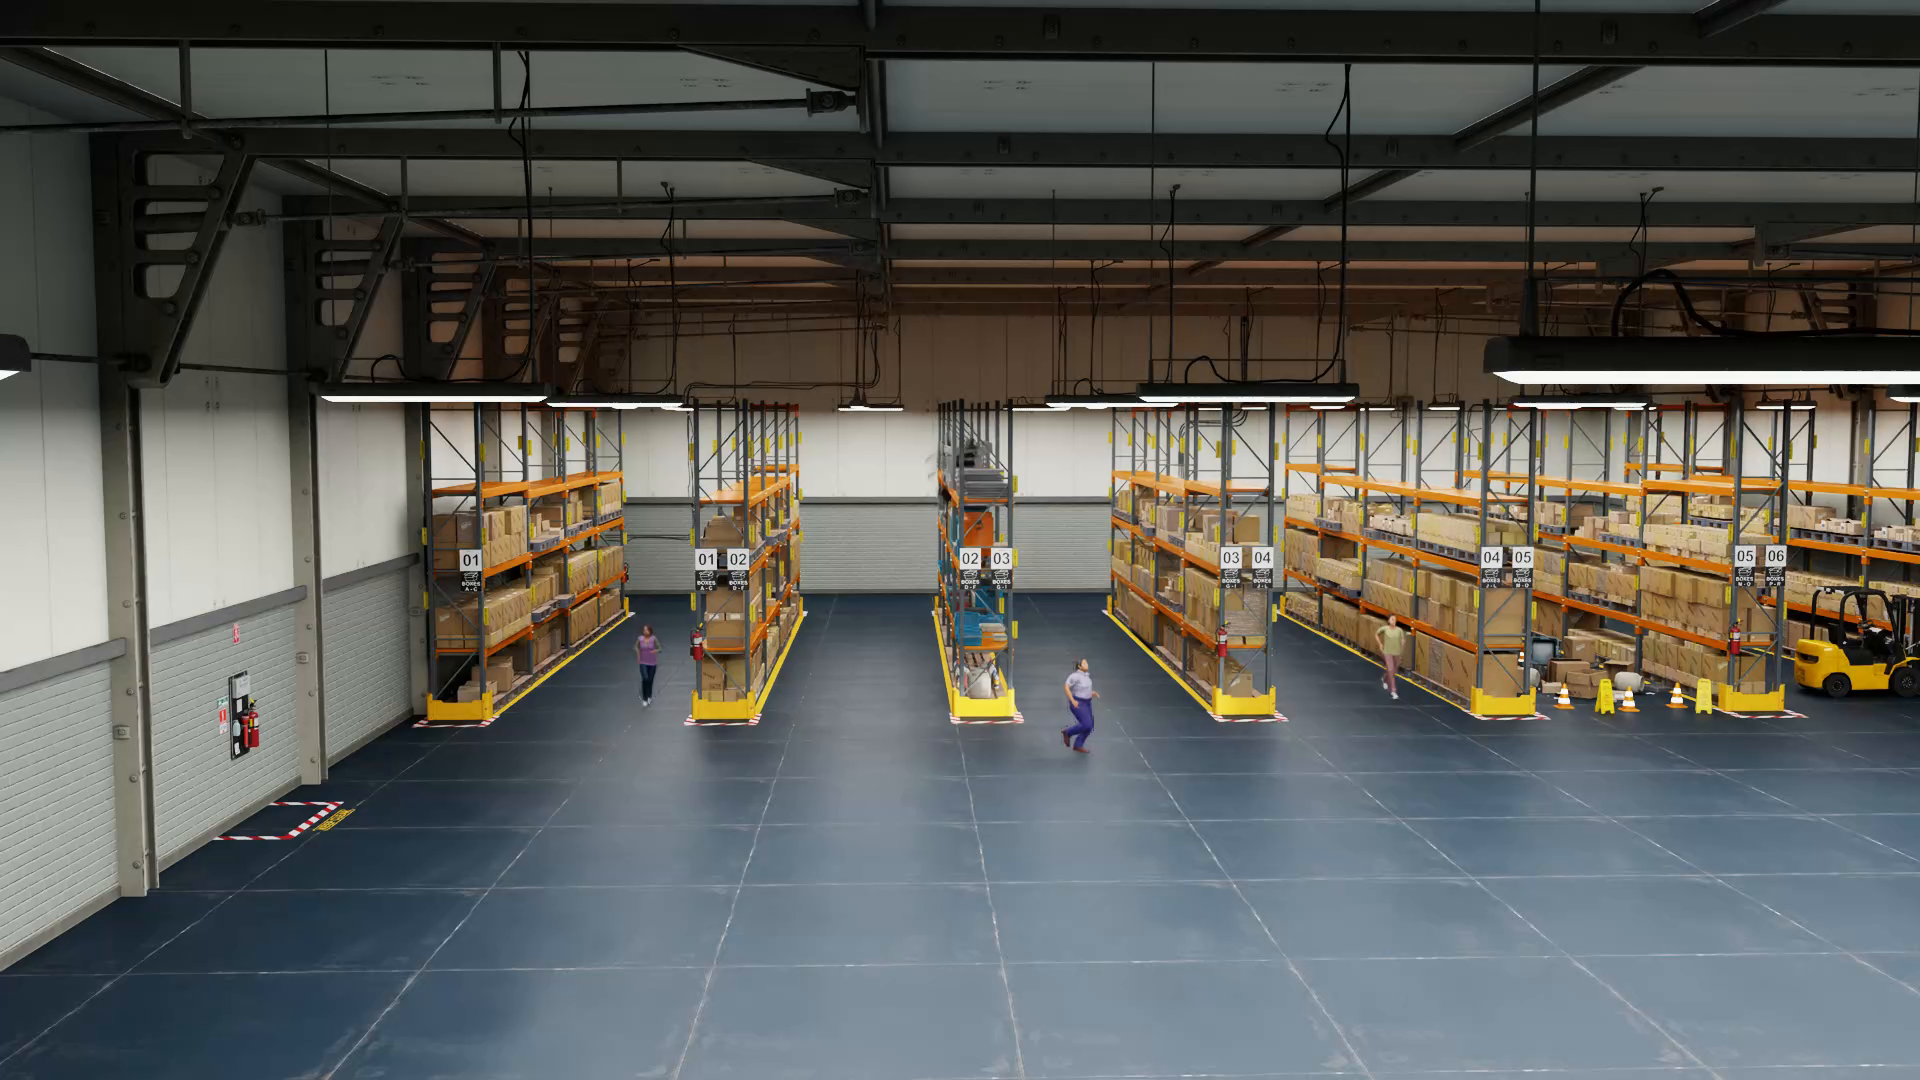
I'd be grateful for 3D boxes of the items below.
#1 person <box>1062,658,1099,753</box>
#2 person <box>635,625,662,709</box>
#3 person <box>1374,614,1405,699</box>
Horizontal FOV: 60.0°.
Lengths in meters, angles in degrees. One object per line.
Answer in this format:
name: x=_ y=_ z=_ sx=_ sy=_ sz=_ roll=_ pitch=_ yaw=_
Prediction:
person: x=2.049 y=2.796 z=28.087 sx=0.559 sy=1.612 sz=0.634 roll=2 pitch=5 yaw=30
person: x=-6.087 y=2.468 z=32.521 sx=0.507 sy=1.648 sz=0.710 roll=-1 pitch=4 yaw=-13
person: x=8.737 y=2.323 z=33.702 sx=0.577 sy=1.681 sz=0.956 roll=-1 pitch=4 yaw=-7
